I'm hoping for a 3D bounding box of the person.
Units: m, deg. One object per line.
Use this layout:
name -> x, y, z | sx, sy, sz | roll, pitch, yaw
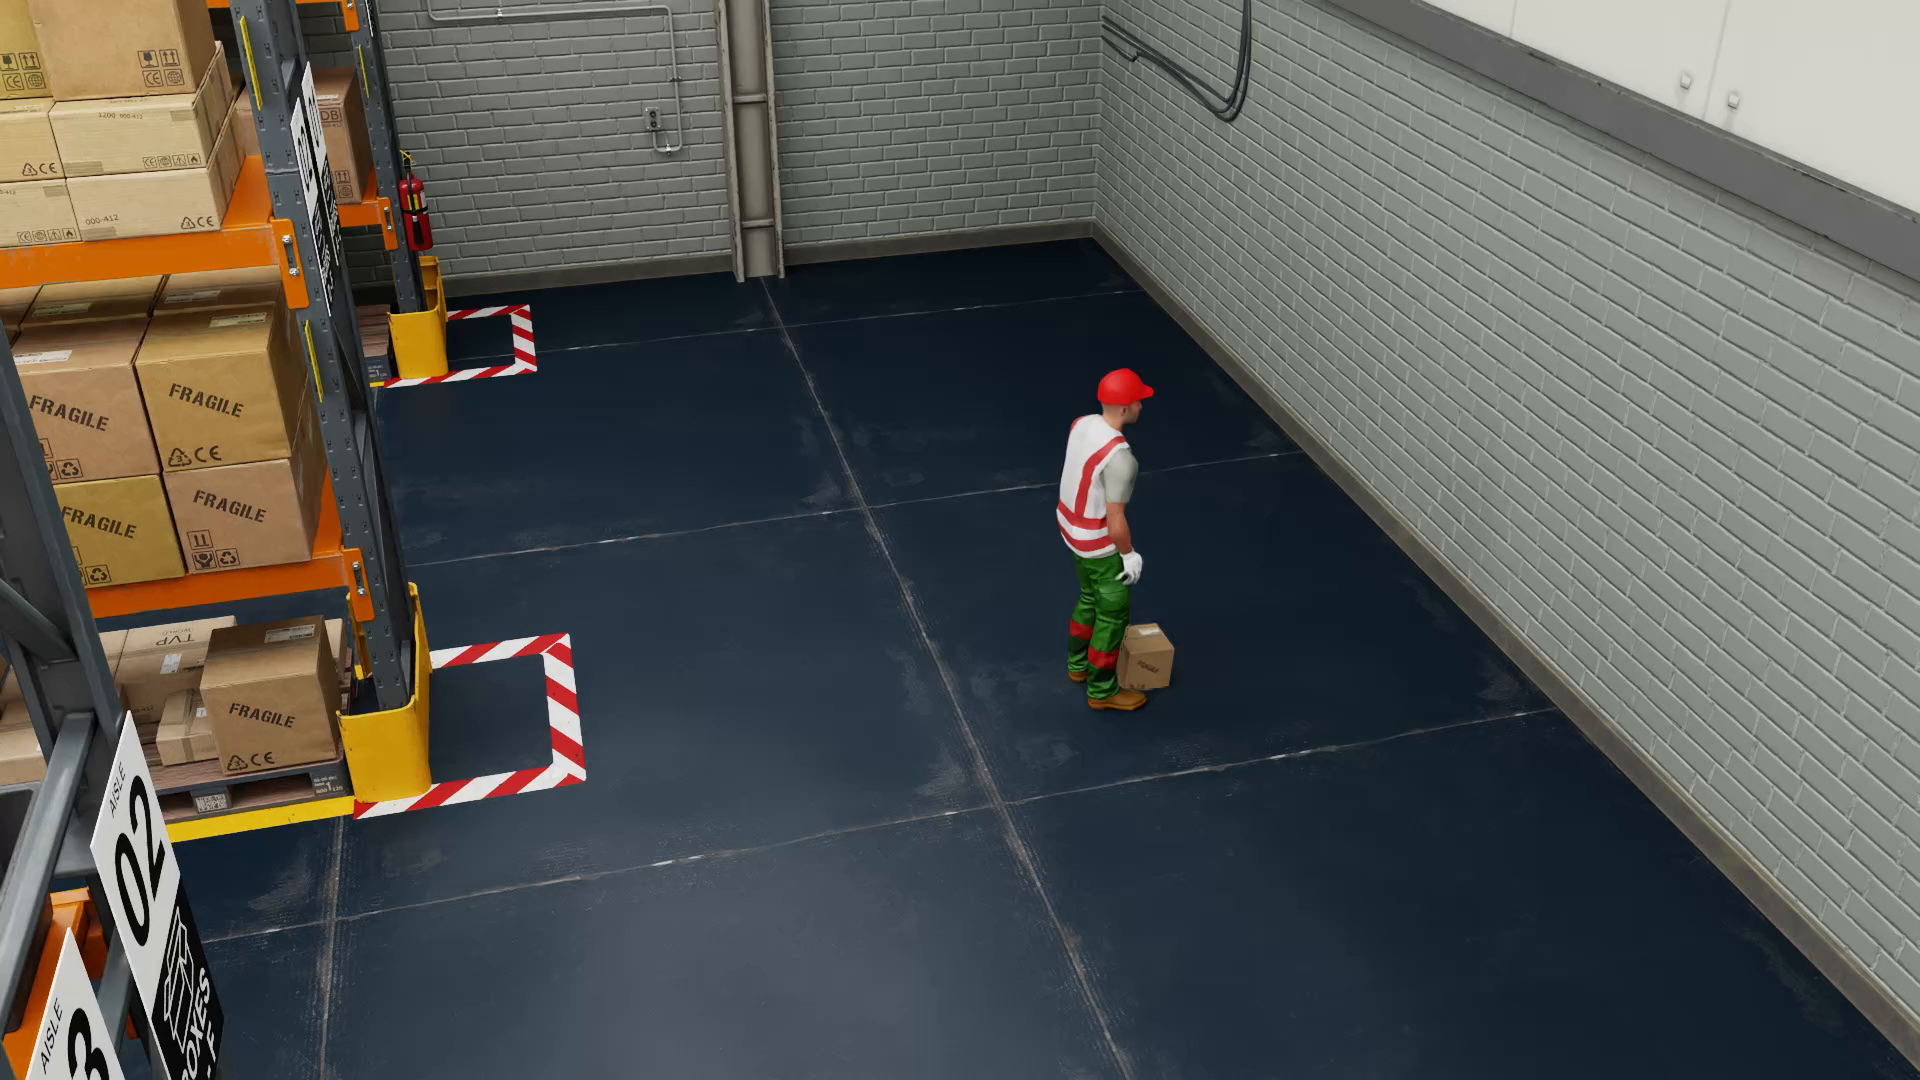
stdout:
person -> 0.718, -0.009, 8.241 | 0.441, 1.780, 0.579 | -9, 31, -15
